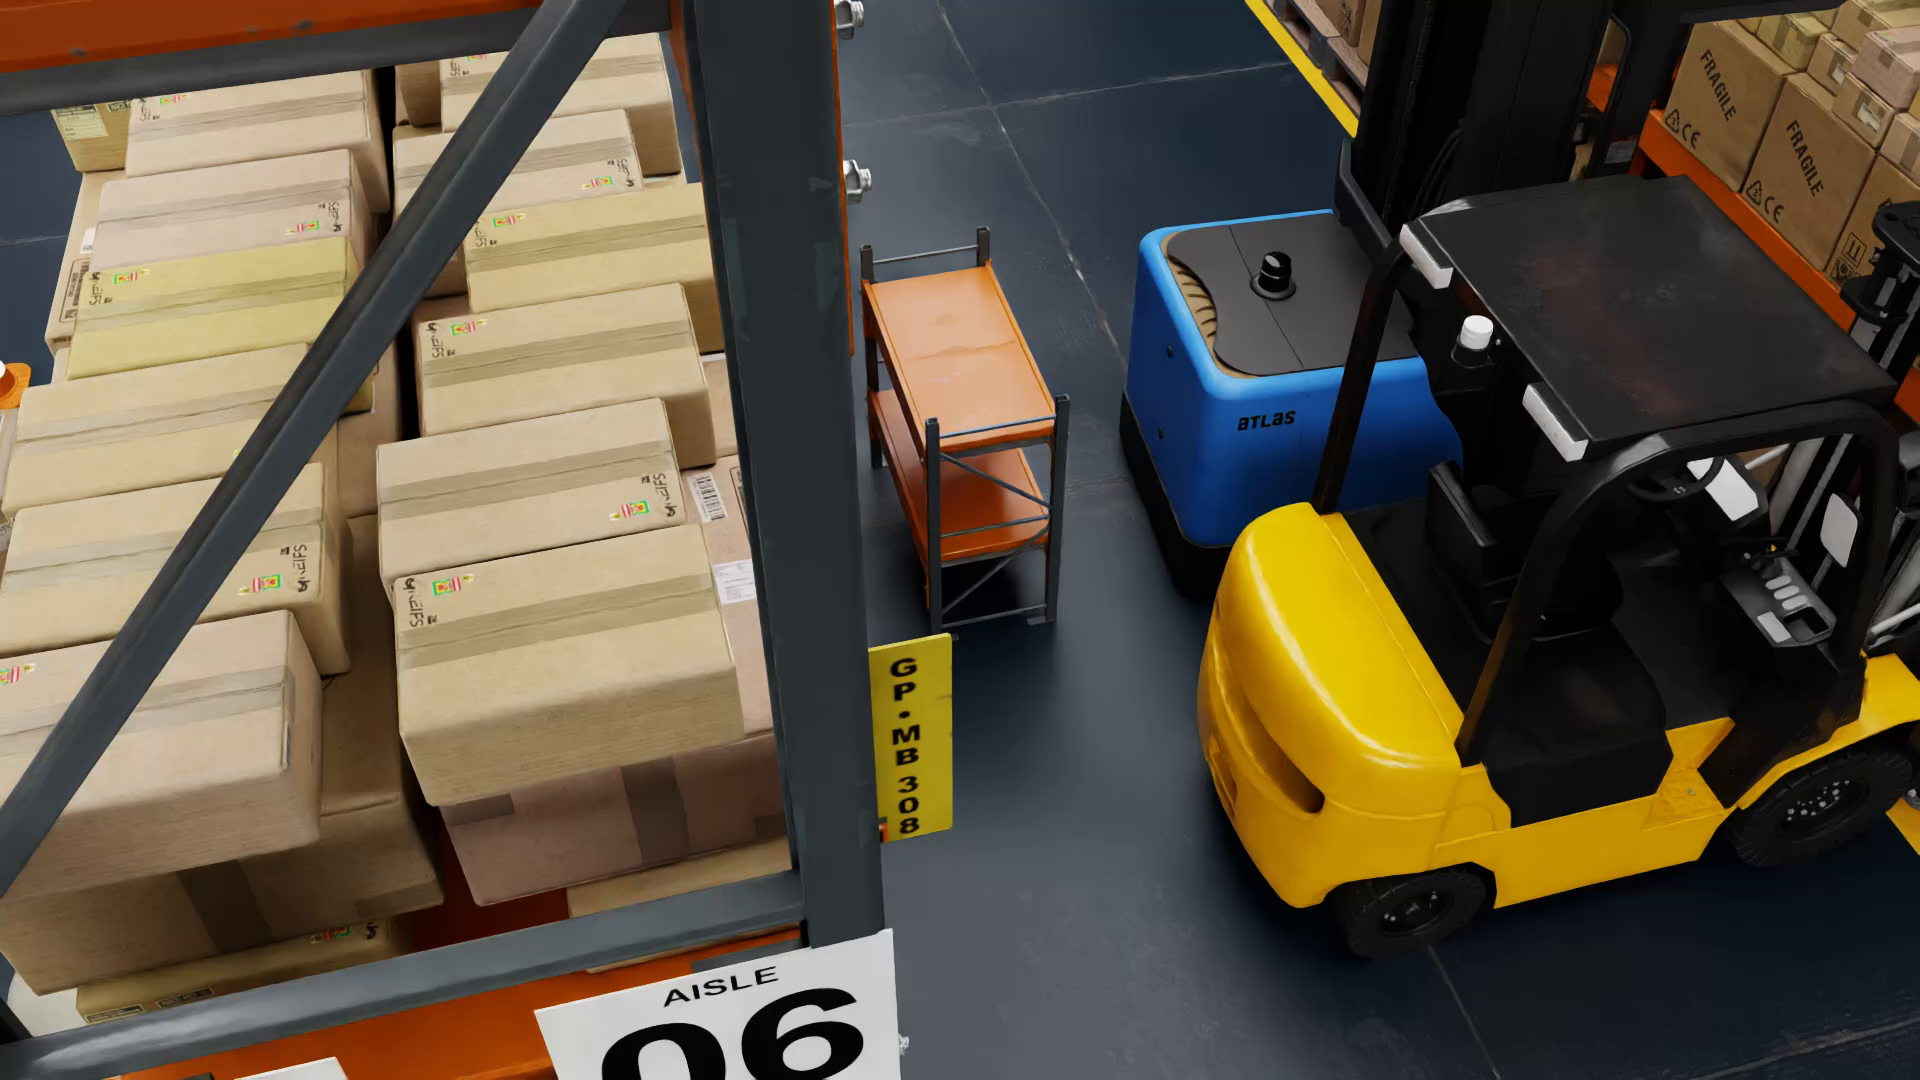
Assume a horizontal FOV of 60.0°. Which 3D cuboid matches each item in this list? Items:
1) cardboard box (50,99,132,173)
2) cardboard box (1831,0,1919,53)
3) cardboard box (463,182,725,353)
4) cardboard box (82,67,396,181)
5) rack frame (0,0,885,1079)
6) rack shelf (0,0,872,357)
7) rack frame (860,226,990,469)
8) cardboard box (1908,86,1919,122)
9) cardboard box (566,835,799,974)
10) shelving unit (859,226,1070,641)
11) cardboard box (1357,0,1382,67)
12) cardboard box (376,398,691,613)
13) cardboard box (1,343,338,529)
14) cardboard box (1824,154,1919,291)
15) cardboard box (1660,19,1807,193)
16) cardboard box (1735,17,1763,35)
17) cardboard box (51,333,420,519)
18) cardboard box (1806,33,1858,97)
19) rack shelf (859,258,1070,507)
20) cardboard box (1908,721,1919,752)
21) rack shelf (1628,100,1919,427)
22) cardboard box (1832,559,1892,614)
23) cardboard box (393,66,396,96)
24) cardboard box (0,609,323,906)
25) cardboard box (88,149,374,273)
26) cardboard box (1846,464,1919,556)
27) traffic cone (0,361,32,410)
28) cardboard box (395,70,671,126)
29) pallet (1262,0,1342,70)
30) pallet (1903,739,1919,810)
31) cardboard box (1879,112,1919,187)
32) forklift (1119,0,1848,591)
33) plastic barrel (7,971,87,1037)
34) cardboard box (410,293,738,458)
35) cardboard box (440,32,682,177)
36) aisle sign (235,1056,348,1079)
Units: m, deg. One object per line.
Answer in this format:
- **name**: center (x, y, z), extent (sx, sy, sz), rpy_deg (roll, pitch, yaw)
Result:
- **cardboard box**: center (-1.379, -0.804, 2.955), extent (0.380, 0.149, 0.250), rpy_deg (-10, 46, -9)
- **cardboard box**: center (3.215, -1.756, 5.638), extent (0.380, 0.149, 0.250), rpy_deg (-11, 47, -11)
- **cardboard box**: center (-0.552, -0.396, 2.555), extent (0.380, 0.149, 0.250), rpy_deg (-11, 47, -10)
- **cardboard box**: center (-1.369, -0.789, 3.220), extent (0.500, 0.250, 0.500), rpy_deg (-10, 46, -10)
- **rack frame**: center (-0.581, -0.430, 0.871), extent (1.000, 3.000, 0.127), rpy_deg (-11, 47, -10)
- **rack shelf**: center (-1.093, -1.558, 2.482), extent (1.077, 0.370, 4.000), rpy_deg (-11, 47, -10)
- **rack frame**: center (-0.132, -0.749, 6.697), extent (0.500, 1.125, 0.032), rpy_deg (-11, 47, -10)
- **cardboard box**: center (3.274, -1.385, 5.275), extent (0.380, 0.149, 0.250), rpy_deg (-11, 47, -11)
- **cardboard box**: center (-0.352, 0.419, 2.315), extent (0.380, 0.149, 0.250), rpy_deg (-11, 47, -10)
- **shelving unit**: center (-0.002, -0.398, 6.353), extent (0.538, 1.125, 1.048), rpy_deg (-11, 47, -10)
- **cardboard box**: center (2.662, -2.732, 8.696), extent (0.875, 0.625, 0.625), rpy_deg (-12, 47, -12)
- **cardboard box**: center (-0.555, -0.025, 2.192), extent (0.380, 0.149, 0.250), rpy_deg (-11, 47, -10)
- **cardboard box**: center (-1.065, -0.109, 2.274), extent (0.380, 0.149, 0.250), rpy_deg (-11, 47, -11)
- **cardboard box**: center (3.333, -0.977, 5.538), extent (0.500, 0.500, 0.500), rpy_deg (-11, 47, -11)
- **cardboard box**: center (3.053, -1.683, 6.229), extent (0.500, 0.500, 0.500), rpy_deg (-12, 47, -11)
- **cardboard box**: center (3.019, -1.996, 6.082), extent (0.380, 0.149, 0.250), rpy_deg (-11, 47, -11)
- **cardboard box**: center (-1.088, -0.086, 2.531), extent (0.500, 0.250, 0.500), rpy_deg (-11, 47, -11)
- **cardboard box**: center (3.181, -1.643, 5.736), extent (0.380, 0.149, 0.250), rpy_deg (-11, 47, -10)
- **rack shelf**: center (-0.002, -0.603, 6.144), extent (0.538, 0.278, 1.000), rpy_deg (-11, 47, -10)
- **cardboard box**: center (3.553, 0.616, 5.677), extent (0.500, 0.250, 0.500), rpy_deg (-10, 46, -10)
- **rack shelf**: center (3.704, -0.370, 5.516), extent (1.077, 0.370, 4.000), rpy_deg (-11, 47, -10)
- **cardboard box**: center (3.394, 0.074, 5.858), extent (0.500, 0.250, 0.500), rpy_deg (-11, 47, -10)
- **cardboard box**: center (-1.496, -1.086, 3.789), extent (0.380, 0.149, 0.250), rpy_deg (-12, 47, -12)
- **cardboard box**: center (-0.953, 0.249, 1.923), extent (0.380, 0.149, 0.250), rpy_deg (-10, 46, -10)
- **cardboard box**: center (-1.136, -0.464, 2.622), extent (0.380, 0.149, 0.250), rpy_deg (-11, 47, -10)
- **cardboard box**: center (3.399, -0.085, 5.665), extent (0.500, 0.250, 0.500), rpy_deg (-12, 47, -11)
- **traffic cone**: center (-4.317, -0.822, 7.231), extent (0.336, 0.463, 0.334), rpy_deg (-11, 47, -10)
- **cardboard box**: center (-0.841, -0.887, 3.315), extent (0.500, 0.250, 0.500), rpy_deg (-10, 46, -9)
- **pallet**: center (2.341, -3.212, 9.750), extent (1.003, 0.211, 1.213), rpy_deg (-11, 47, -10)
- **pallet**: center (3.671, 0.374, 6.235), extent (1.003, 0.211, 1.213), rpy_deg (-11, 47, -10)
- **cardboard box**: center (3.238, -1.278, 5.378), extent (0.380, 0.149, 0.250), rpy_deg (-11, 47, -11)
- **forklift**: center (2.248, -1.338, 6.009), extent (3.031, 2.935, 1.130), rpy_deg (-8, 46, -8)
- **plastic barrel**: center (-2.574, 1.422, 5.060), extent (0.512, 0.421, 0.421), rpy_deg (19, 48, 17)
- **cardboard box**: center (-0.572, -0.177, 2.620), extent (0.500, 0.250, 0.500), rpy_deg (-11, 47, -11)
- **cardboard box**: center (-0.696, -0.745, 2.897), extent (0.380, 0.149, 0.250), rpy_deg (-10, 46, -9)
- **aisle sign**: center (-0.846, 0.855, 1.991), extent (0.394, 0.787, 0.004), rpy_deg (-11, 47, -10)
